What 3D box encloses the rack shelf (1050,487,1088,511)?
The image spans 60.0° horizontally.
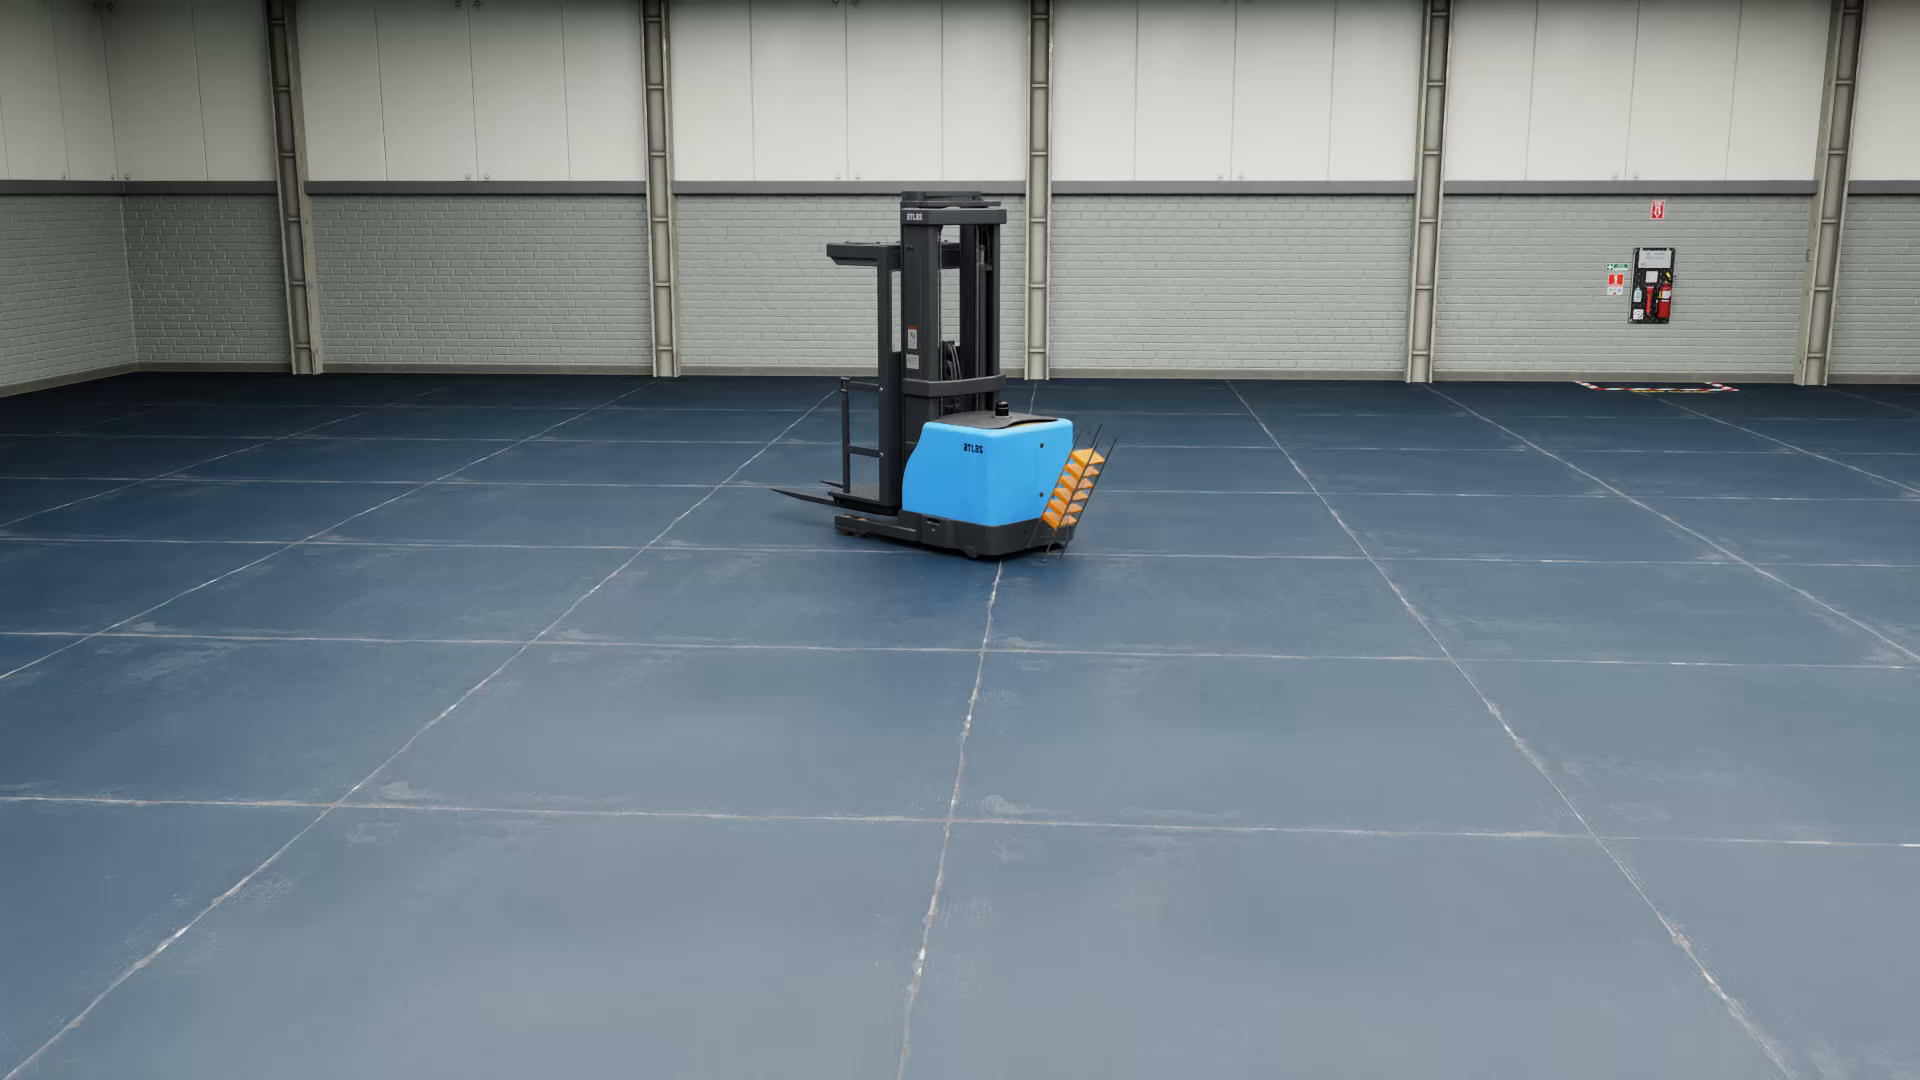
[{"bbox_3d":[0.875,-0.338,13.269,0.258,0.103,0.180,-11,45,-44],"label":"rack shelf"}]

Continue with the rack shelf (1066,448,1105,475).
[{"bbox_3d":[0.997,-0.622,13.084,0.258,0.103,0.180,-11,45,-44],"label":"rack shelf"}]

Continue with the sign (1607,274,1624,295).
[{"bbox_3d":[10.196,-3.977,25.866,0.234,0.329,0.001,1,12,4],"label":"sign"}]

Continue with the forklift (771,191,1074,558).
[{"bbox_3d":[-0.449,-1.525,14.401,3.031,2.935,1.130,11,16,43],"label":"forklift"}]

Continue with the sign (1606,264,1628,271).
[{"bbox_3d":[10.200,-4.234,25.803,0.331,0.109,0.001,1,12,4],"label":"sign"}]

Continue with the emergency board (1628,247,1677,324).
[{"bbox_3d":[10.741,-3.931,25.733,0.643,1.169,0.194,1,12,4],"label":"emergency board"}]

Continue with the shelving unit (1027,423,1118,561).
[{"bbox_3d":[0.890,-0.373,13.246,0.258,1.200,0.189,-11,45,-44],"label":"shelving unit"}]

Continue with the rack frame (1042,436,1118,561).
[{"bbox_3d":[0.947,-0.318,13.199,0.240,1.200,0.006,-11,45,-44],"label":"rack frame"}]

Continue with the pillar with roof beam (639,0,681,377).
[{"bbox_3d":[-5.043,-6.192,21.892,0.400,9.000,9.100,1,12,4],"label":"pillar with roof beam"}]

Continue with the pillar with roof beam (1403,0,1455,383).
[{"bbox_3d":[6.930,-6.028,21.107,0.400,9.000,9.100,1,12,4],"label":"pillar with roof beam"}]

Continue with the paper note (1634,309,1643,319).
[{"bbox_3d":[10.569,-3.516,25.902,0.142,0.148,0.016,1,12,4],"label":"paper note"}]

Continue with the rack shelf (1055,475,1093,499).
[{"bbox_3d":[0.916,-0.433,13.207,0.258,0.103,0.180,-11,45,-44],"label":"rack shelf"}]

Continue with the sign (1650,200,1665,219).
[{"bbox_3d":[10.739,-5.086,25.593,0.199,0.298,0.001,1,12,4],"label":"sign"}]

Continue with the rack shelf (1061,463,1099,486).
[{"bbox_3d":[0.956,-0.527,13.146,0.258,0.103,0.180,-11,45,-44],"label":"rack shelf"}]

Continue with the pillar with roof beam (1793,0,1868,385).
[{"bbox_3d":[12.916,-5.946,20.715,0.400,9.000,9.100,1,12,4],"label":"pillar with roof beam"}]

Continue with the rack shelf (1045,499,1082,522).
[{"bbox_3d":[0.835,-0.243,13.330,0.258,0.103,0.180,-11,45,-44],"label":"rack shelf"}]

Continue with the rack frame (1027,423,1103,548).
[{"bbox_3d":[0.834,-0.427,13.293,0.240,1.200,0.006,-11,45,-44],"label":"rack frame"}]

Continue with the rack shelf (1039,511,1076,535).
[{"bbox_3d":[0.794,-0.148,13.392,0.258,0.103,0.180,-11,45,-44],"label":"rack shelf"}]

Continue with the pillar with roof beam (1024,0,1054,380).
[{"bbox_3d":[0.943,-6.110,21.500,0.400,9.000,9.100,1,12,4],"label":"pillar with roof beam"}]

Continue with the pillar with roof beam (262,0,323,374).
[{"bbox_3d":[-11.030,-6.274,22.285,0.400,9.000,9.100,1,12,4],"label":"pillar with roof beam"}]
